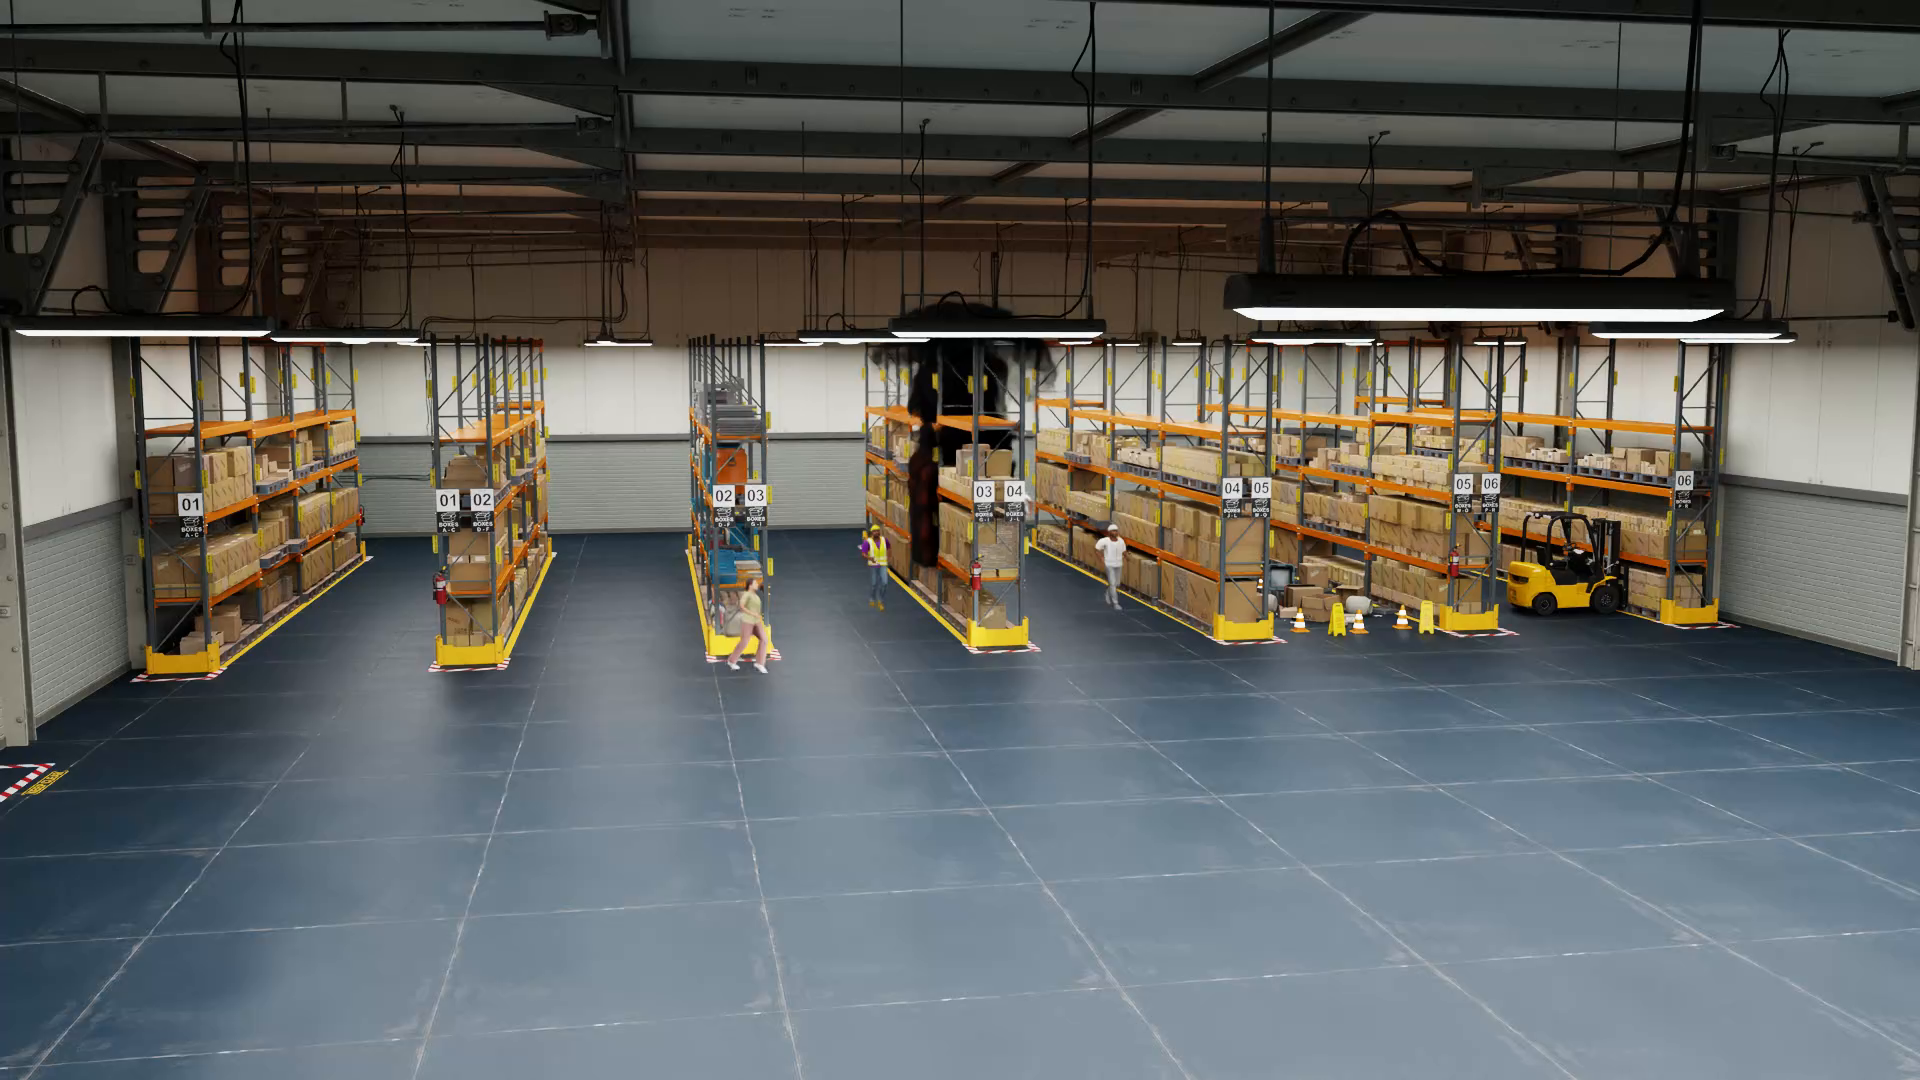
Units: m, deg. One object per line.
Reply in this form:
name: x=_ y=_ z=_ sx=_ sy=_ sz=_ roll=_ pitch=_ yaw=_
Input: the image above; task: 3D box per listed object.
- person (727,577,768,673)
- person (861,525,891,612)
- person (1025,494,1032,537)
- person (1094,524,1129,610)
person: x=-3.737 y=1.506 z=29.685 sx=0.789 sy=1.691 sz=0.625 roll=3 pitch=7 yaw=25
person: x=-1.739 y=0.586 z=34.993 sx=0.699 sy=1.828 sz=0.667 roll=-2 pitch=7 yaw=-15
person: x=1.782 y=-0.801 z=49.432 sx=0.680 sy=1.740 sz=0.691 roll=-4 pitch=8 yaw=-31
person: x=3.225 y=0.559 z=35.067 sx=0.700 sy=1.777 sz=0.801 roll=-3 pitch=7 yaw=-23
